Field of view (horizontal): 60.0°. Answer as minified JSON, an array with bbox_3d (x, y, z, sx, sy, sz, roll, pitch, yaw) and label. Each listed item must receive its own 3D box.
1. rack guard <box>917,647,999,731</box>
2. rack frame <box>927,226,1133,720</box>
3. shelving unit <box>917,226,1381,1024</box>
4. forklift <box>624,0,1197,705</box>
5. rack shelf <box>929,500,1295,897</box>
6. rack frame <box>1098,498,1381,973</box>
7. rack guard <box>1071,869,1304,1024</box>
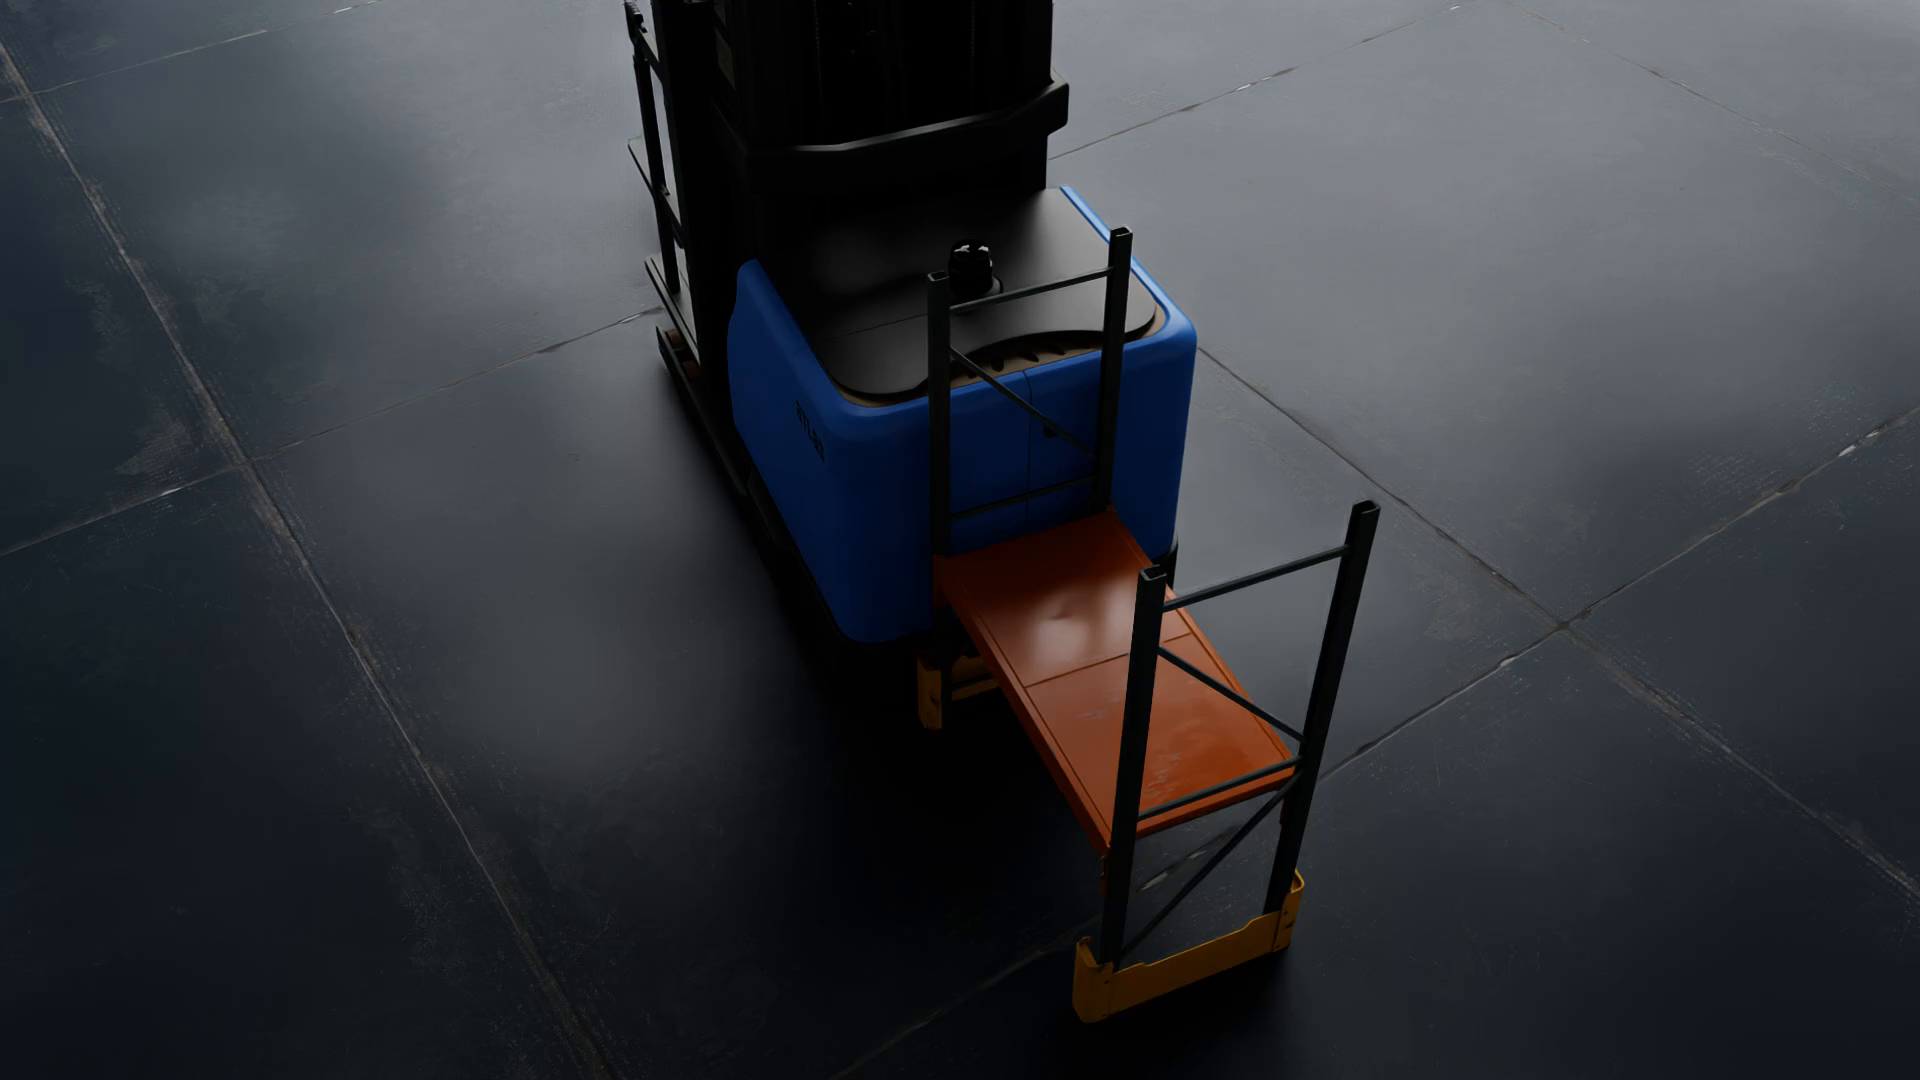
[{"bbox_3d":[0.162,0.347,4.706,0.587,0.250,0.087,-16,46,-16],"label":"rack guard"},{"bbox_3d":[0.162,-0.106,4.275,0.500,1.500,0.032,-16,46,-16],"label":"rack frame"},{"bbox_3d":[0.357,0.211,3.943,0.587,1.500,1.083,-16,46,-16],"label":"shelving unit"},{"bbox_3d":[-0.411,-1.625,4.829,1.130,2.935,3.031,-16,46,-16],"label":"forklift"},{"bbox_3d":[0.361,0.347,4.061,0.538,0.185,1.000,-16,46,-16],"label":"rack shelf"},{"bbox_3d":[0.560,0.540,3.599,0.500,1.500,0.032,-16,46,-16],"label":"rack frame"},{"bbox_3d":[0.553,0.979,4.043,0.587,0.250,0.087,-16,46,-16],"label":"rack guard"}]
